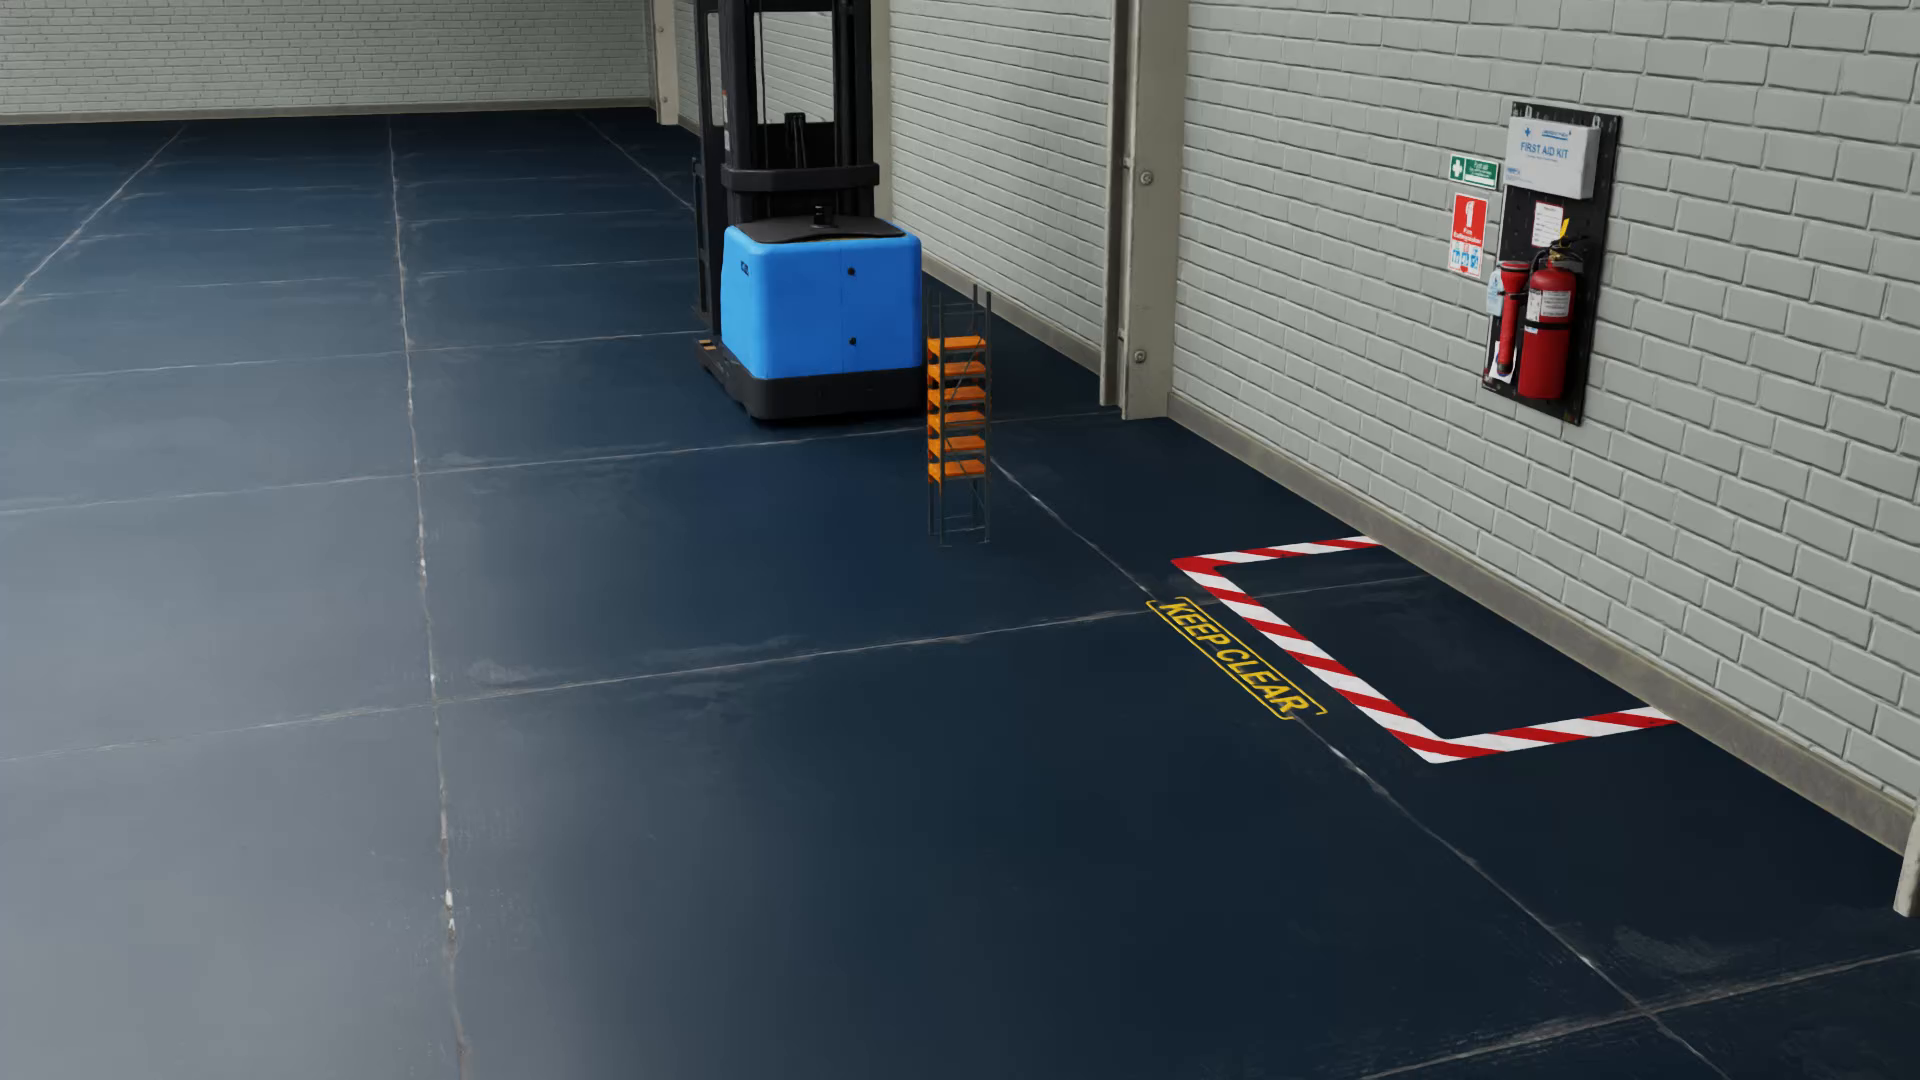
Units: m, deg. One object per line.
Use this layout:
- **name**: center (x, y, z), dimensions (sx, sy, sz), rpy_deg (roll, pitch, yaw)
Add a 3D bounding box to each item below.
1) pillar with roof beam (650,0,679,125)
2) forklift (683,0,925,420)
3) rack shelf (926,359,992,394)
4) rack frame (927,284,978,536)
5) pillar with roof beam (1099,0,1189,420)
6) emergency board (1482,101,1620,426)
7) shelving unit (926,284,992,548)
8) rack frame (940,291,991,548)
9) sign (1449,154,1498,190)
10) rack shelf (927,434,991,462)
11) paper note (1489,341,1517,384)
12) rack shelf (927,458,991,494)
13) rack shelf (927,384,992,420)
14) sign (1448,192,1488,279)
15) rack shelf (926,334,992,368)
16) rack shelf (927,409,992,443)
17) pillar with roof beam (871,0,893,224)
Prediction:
- **pillar with roof beam**: center (-8.678, -10.349, 23.416), dimensions (9.100, 9.000, 0.400), rpy_deg (-6, 21, -17)
- **forklift**: center (-1.161, -2.542, 10.658), dimensions (1.130, 2.935, 3.031), rpy_deg (-7, 21, -18)
- **rack shelf**: center (-0.005, -0.753, 7.660), dimensions (0.258, 0.103, 0.180), rpy_deg (-6, 21, -17)
- **rack frame**: center (-0.033, -0.599, 7.808), dimensions (0.240, 1.200, 0.006), rpy_deg (-6, 21, -17)
- **pillar with roof beam**: center (-3.020, -4.572, 7.334), dimensions (9.100, 9.000, 0.400), rpy_deg (-6, 21, -17)
- **emergency board**: center (2.212, -1.078, 6.480), dimensions (0.194, 1.169, 0.643), rpy_deg (-6, 21, -17)
- **shelving unit**: center (-0.005, -0.569, 7.727), dimensions (0.258, 1.200, 0.189), rpy_deg (-6, 21, -17)
- **rack frame**: center (0.024, -0.540, 7.645), dimensions (0.240, 1.200, 0.006), rpy_deg (-6, 21, -17)
- **sign**: center (2.129, -1.530, 6.902), dimensions (0.001, 0.109, 0.331), rpy_deg (-6, 21, -17)
- **rack shelf**: center (-0.005, -0.415, 7.782), dimensions (0.258, 0.103, 0.180), rpy_deg (-6, 21, -17)
- **paper note**: center (2.222, -0.728, 6.808), dimensions (0.016, 0.148, 0.142), rpy_deg (-6, 21, -17)
- **rack shelf**: center (-0.005, -0.302, 7.823), dimensions (0.258, 0.103, 0.180), rpy_deg (-6, 21, -17)
- **rack shelf**: center (-0.005, -0.640, 7.701), dimensions (0.258, 0.103, 0.180), rpy_deg (-6, 21, -17)
- **sign**: center (2.136, -1.283, 6.999), dimensions (0.001, 0.329, 0.234), rpy_deg (-6, 21, -17)
- **rack shelf**: center (-0.005, -0.866, 7.620), dimensions (0.258, 0.103, 0.180), rpy_deg (-6, 21, -17)
- **rack shelf**: center (-0.005, -0.528, 7.742), dimensions (0.258, 0.103, 0.180), rpy_deg (-6, 21, -17)
- **pillar with roof beam**: center (-4.906, -6.498, 12.695), dimensions (9.100, 9.000, 0.400), rpy_deg (-6, 21, -17)
